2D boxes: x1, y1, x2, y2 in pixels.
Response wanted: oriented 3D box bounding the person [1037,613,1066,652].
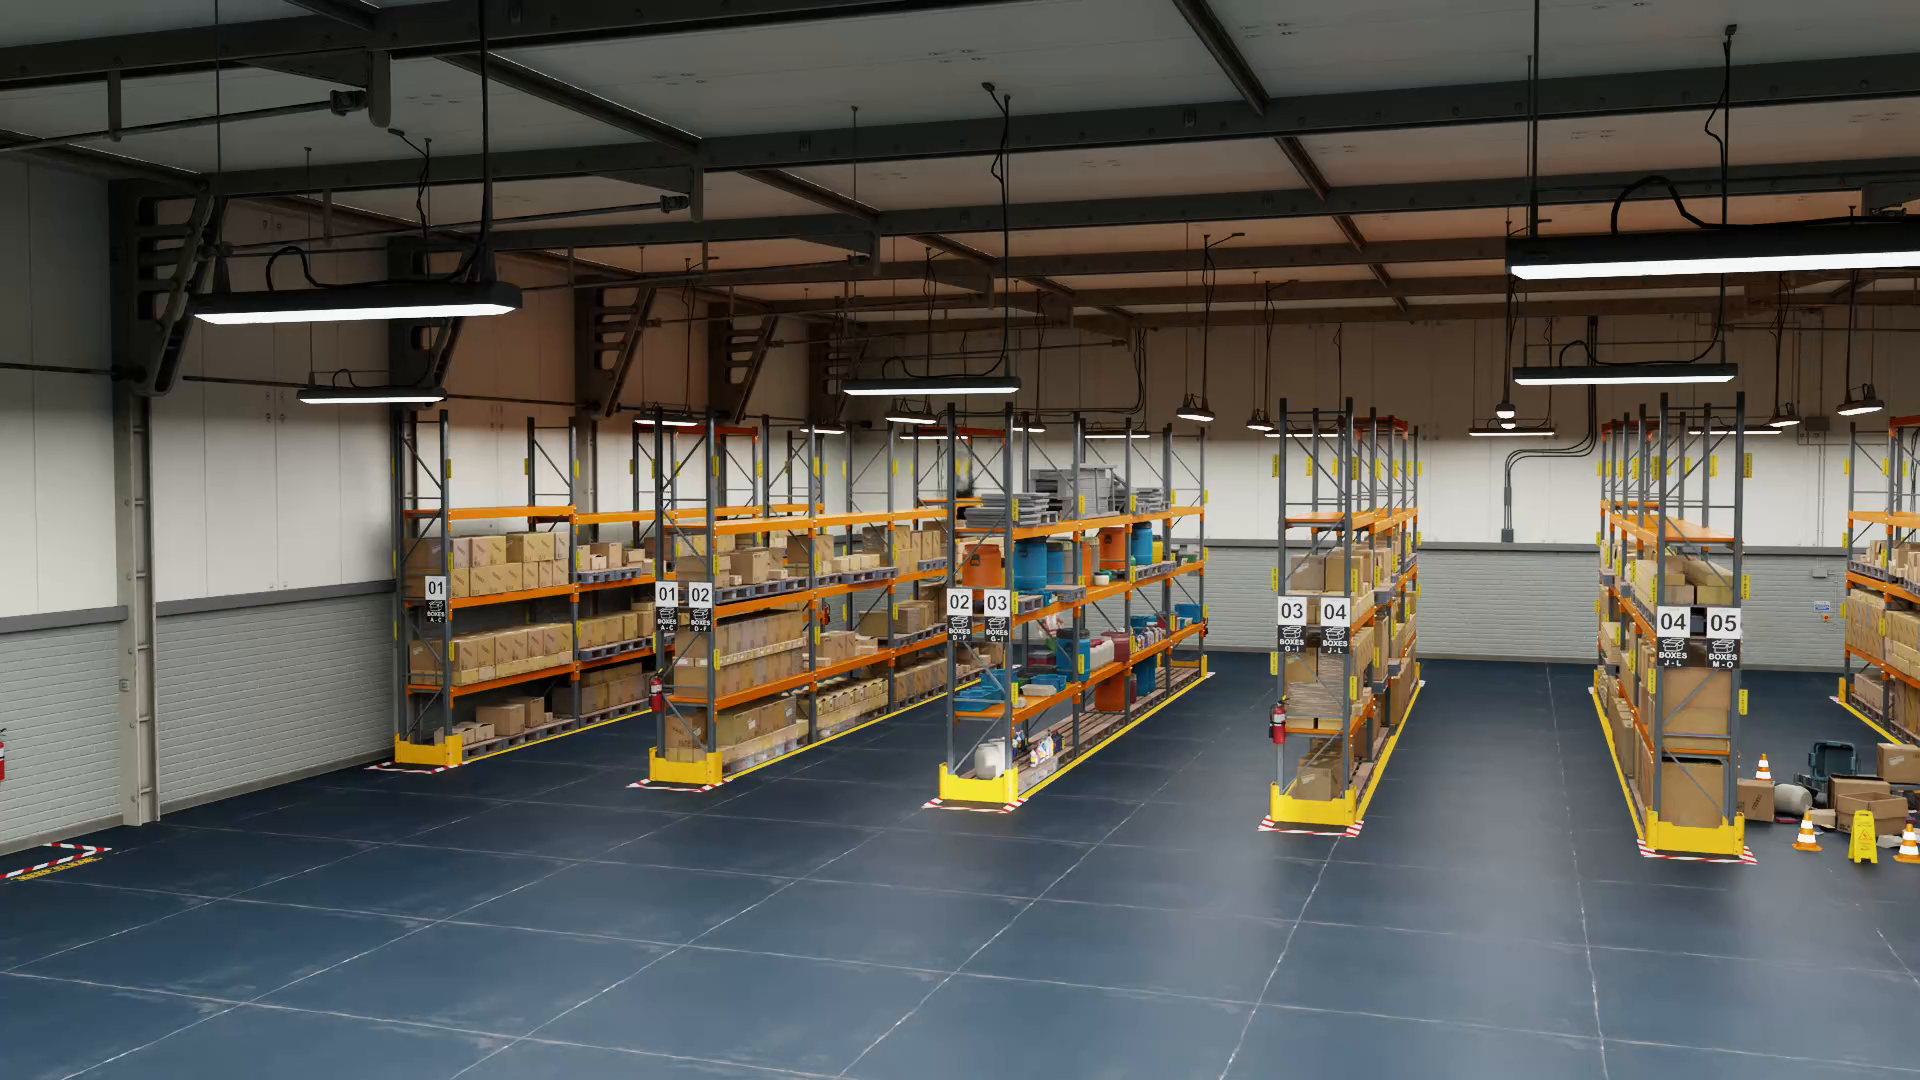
[{"bbox_3d":[2.250,2.371,40.771,0.693,1.734,0.665,0,2,-3],"label":"person"}]
